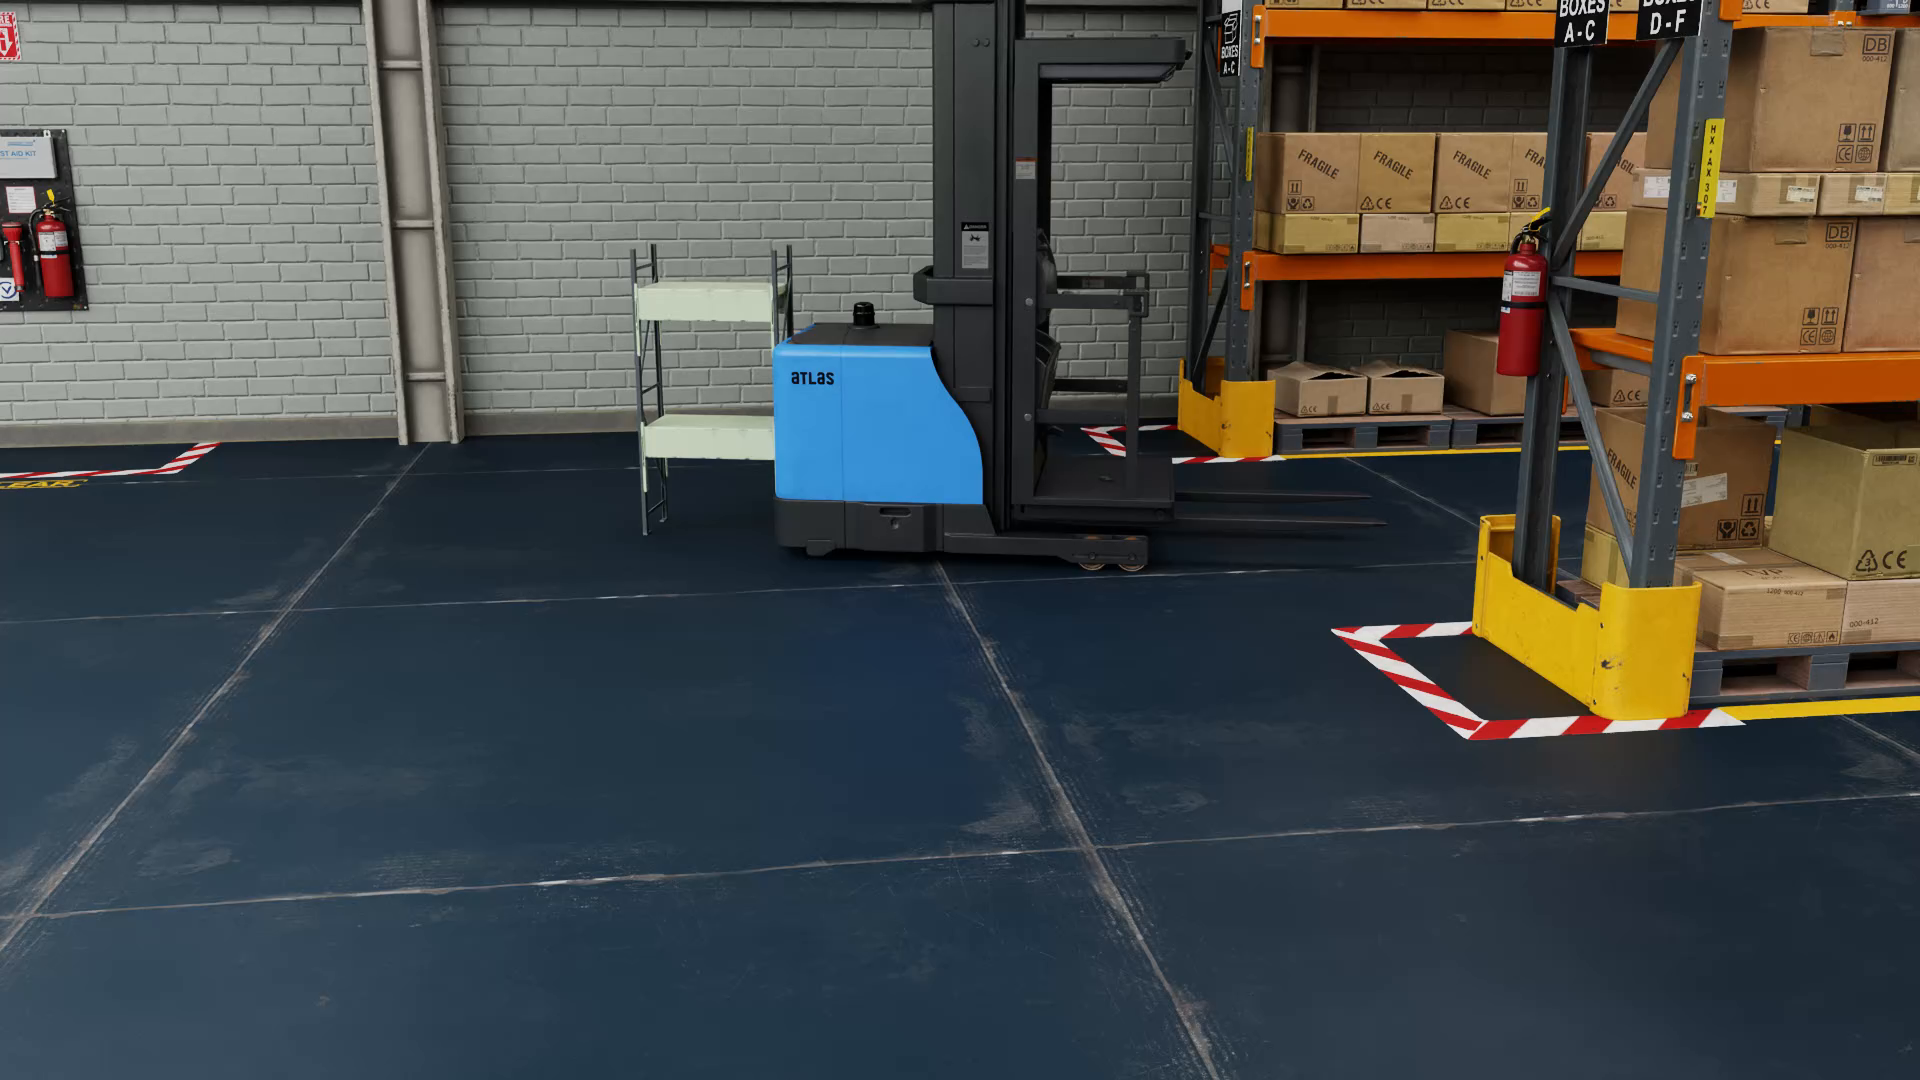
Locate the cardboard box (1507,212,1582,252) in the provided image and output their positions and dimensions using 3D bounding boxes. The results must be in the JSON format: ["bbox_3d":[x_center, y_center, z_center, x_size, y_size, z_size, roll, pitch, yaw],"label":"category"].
[{"bbox_3d":[3.777,-2.065,11.058,0.500,0.250,0.500,-2,14,-8],"label":"cardboard box"}]

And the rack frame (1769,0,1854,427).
[{"bbox_3d":[5.686,-2.275,11.627,0.127,3.000,1.000,-2,14,-8],"label":"rack frame"}]

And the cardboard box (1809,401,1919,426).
[{"bbox_3d":[3.945,-0.303,7.012,0.500,0.500,0.500,-2,14,-8],"label":"cardboard box"}]

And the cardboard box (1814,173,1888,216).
[{"bbox_3d":[3.153,-1.274,6.098,0.250,0.149,0.380,-2,14,-10],"label":"cardboard box"}]

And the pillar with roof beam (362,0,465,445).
[{"bbox_3d":[-2.998,-4.020,6.254,0.400,9.000,9.100,-2,14,-8],"label":"pillar with roof beam"}]

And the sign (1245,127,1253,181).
[{"bbox_3d":[1.812,-2.419,10.423,0.005,0.325,0.100,-2,14,-8],"label":"sign"}]

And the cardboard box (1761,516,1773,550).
[{"bbox_3d":[3.451,0.080,7.026,0.500,0.250,0.500,-2,14,-8],"label":"cardboard box"}]

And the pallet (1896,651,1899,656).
[{"bbox_3d":[4.426,0.333,6.961,1.213,0.211,1.003,-2,14,-8],"label":"pallet"}]

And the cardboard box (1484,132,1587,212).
[{"bbox_3d":[3.758,-2.430,10.970,0.500,0.500,0.500,-2,14,-7],"label":"cardboard box"}]

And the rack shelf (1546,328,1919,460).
[{"bbox_3d":[4.450,-0.662,6.674,4.000,0.370,1.077,-2,14,-8],"label":"rack shelf"}]

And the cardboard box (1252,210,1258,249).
[{"bbox_3d":[2.164,-2.131,11.318,0.500,0.250,0.500,-2,14,-7],"label":"cardboard box"}]

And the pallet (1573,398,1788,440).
[{"bbox_3d":[5.027,-0.890,11.835,1.213,0.211,1.003,-2,14,-8],"label":"pallet"}]

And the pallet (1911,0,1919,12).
[{"bbox_3d":[7.337,-3.674,11.424,1.003,0.211,1.213,-2,14,-8],"label":"pallet"}]

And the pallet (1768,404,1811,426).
[{"bbox_3d":[6.456,-0.951,12.080,1.213,0.211,1.003,-2,14,-8],"label":"pallet"}]

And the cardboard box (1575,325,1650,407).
[{"bbox_3d":[4.666,-1.229,11.689,0.500,0.500,0.500,-3,14,-13],"label":"cardboard box"}]

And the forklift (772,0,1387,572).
[{"bbox_3d":[0.619,-1.405,8.298,3.031,2.935,1.130,2,14,6],"label":"forklift"}]

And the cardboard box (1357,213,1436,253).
[{"bbox_3d":[2.772,-2.030,10.919,0.500,0.250,0.500,-3,14,-10],"label":"cardboard box"}]

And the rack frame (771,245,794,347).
[{"bbox_3d":[-0.919,-0.779,8.744,0.023,1.500,0.400,2,14,6],"label":"rack frame"}]

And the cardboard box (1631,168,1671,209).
[{"bbox_3d":[2.822,-1.361,6.445,0.250,0.149,0.380,-2,14,-9],"label":"cardboard box"}]

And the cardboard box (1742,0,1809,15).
[{"bbox_3d":[5.221,-3.710,10.937,0.500,0.500,0.500,-2,14,-7],"label":"cardboard box"}]

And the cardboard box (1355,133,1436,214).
[{"bbox_3d":[2.738,-2.391,10.816,0.500,0.500,0.500,-2,14,-8],"label":"cardboard box"}]

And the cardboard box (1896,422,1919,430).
[{"bbox_3d":[4.022,-0.178,6.513,0.500,0.500,0.500,-2,14,-8],"label":"cardboard box"}]

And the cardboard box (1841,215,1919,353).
[{"bbox_3d":[3.454,-1.021,6.421,0.500,0.500,0.700,-2,14,-7],"label":"cardboard box"}]

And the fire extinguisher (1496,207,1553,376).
[{"bbox_3d":[2.286,-1.008,6.736,0.183,0.674,0.296,-2,14,-8],"label":"fire extinguisher"}]

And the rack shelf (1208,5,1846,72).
[{"bbox_3d":[3.708,-3.308,11.060,4.000,0.370,1.077,-2,14,-8],"label":"rack shelf"}]

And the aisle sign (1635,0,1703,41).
[{"bbox_3d":[2.453,-2.123,5.678,0.004,0.787,0.394,-2,14,-8],"label":"aisle sign"}]

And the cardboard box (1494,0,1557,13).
[{"bbox_3d":[3.674,-3.650,10.698,0.500,0.500,0.500,-1,14,-5],"label":"cardboard box"}]

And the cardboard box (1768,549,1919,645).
[{"bbox_3d":[3.530,0.207,6.521,0.500,0.250,0.500,-2,14,-8],"label":"cardboard box"}]

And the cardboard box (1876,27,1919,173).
[{"bbox_3d":[3.507,-1.652,6.272,0.500,0.500,0.700,-2,14,-10],"label":"cardboard box"}]

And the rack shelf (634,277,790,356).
[{"bbox_3d":[-1.282,-1.167,8.688,0.720,0.370,0.431,2,14,6],"label":"rack shelf"}]

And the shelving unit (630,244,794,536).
[{"bbox_3d":[-1.282,-0.789,8.783,0.755,1.500,0.431,2,14,6],"label":"shelving unit"}]

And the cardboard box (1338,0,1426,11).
[{"bbox_3d":[2.635,-3.606,10.521,0.500,0.500,0.500,-1,14,-5],"label":"cardboard box"}]

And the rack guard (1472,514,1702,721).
[{"bbox_3d":[2.449,0.275,6.598,0.348,0.500,1.175,-2,14,-8],"label":"rack guard"}]

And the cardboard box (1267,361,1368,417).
[{"bbox_3d":[2.428,-1.043,11.336,0.500,0.311,0.500,-4,15,-15],"label":"cardboard box"}]

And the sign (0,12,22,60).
[{"bbox_3d":[-6.111,-3.214,10.604,0.199,0.298,0.001,-2,14,-8],"label":"sign"}]

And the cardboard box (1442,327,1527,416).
[{"bbox_3d":[3.725,-1.170,11.453,0.500,0.500,0.700,-3,14,-12],"label":"cardboard box"}]

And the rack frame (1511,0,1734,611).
[{"bbox_3d":[2.472,-0.939,6.298,0.127,3.000,1.000,-2,14,-8],"label":"rack frame"}]
